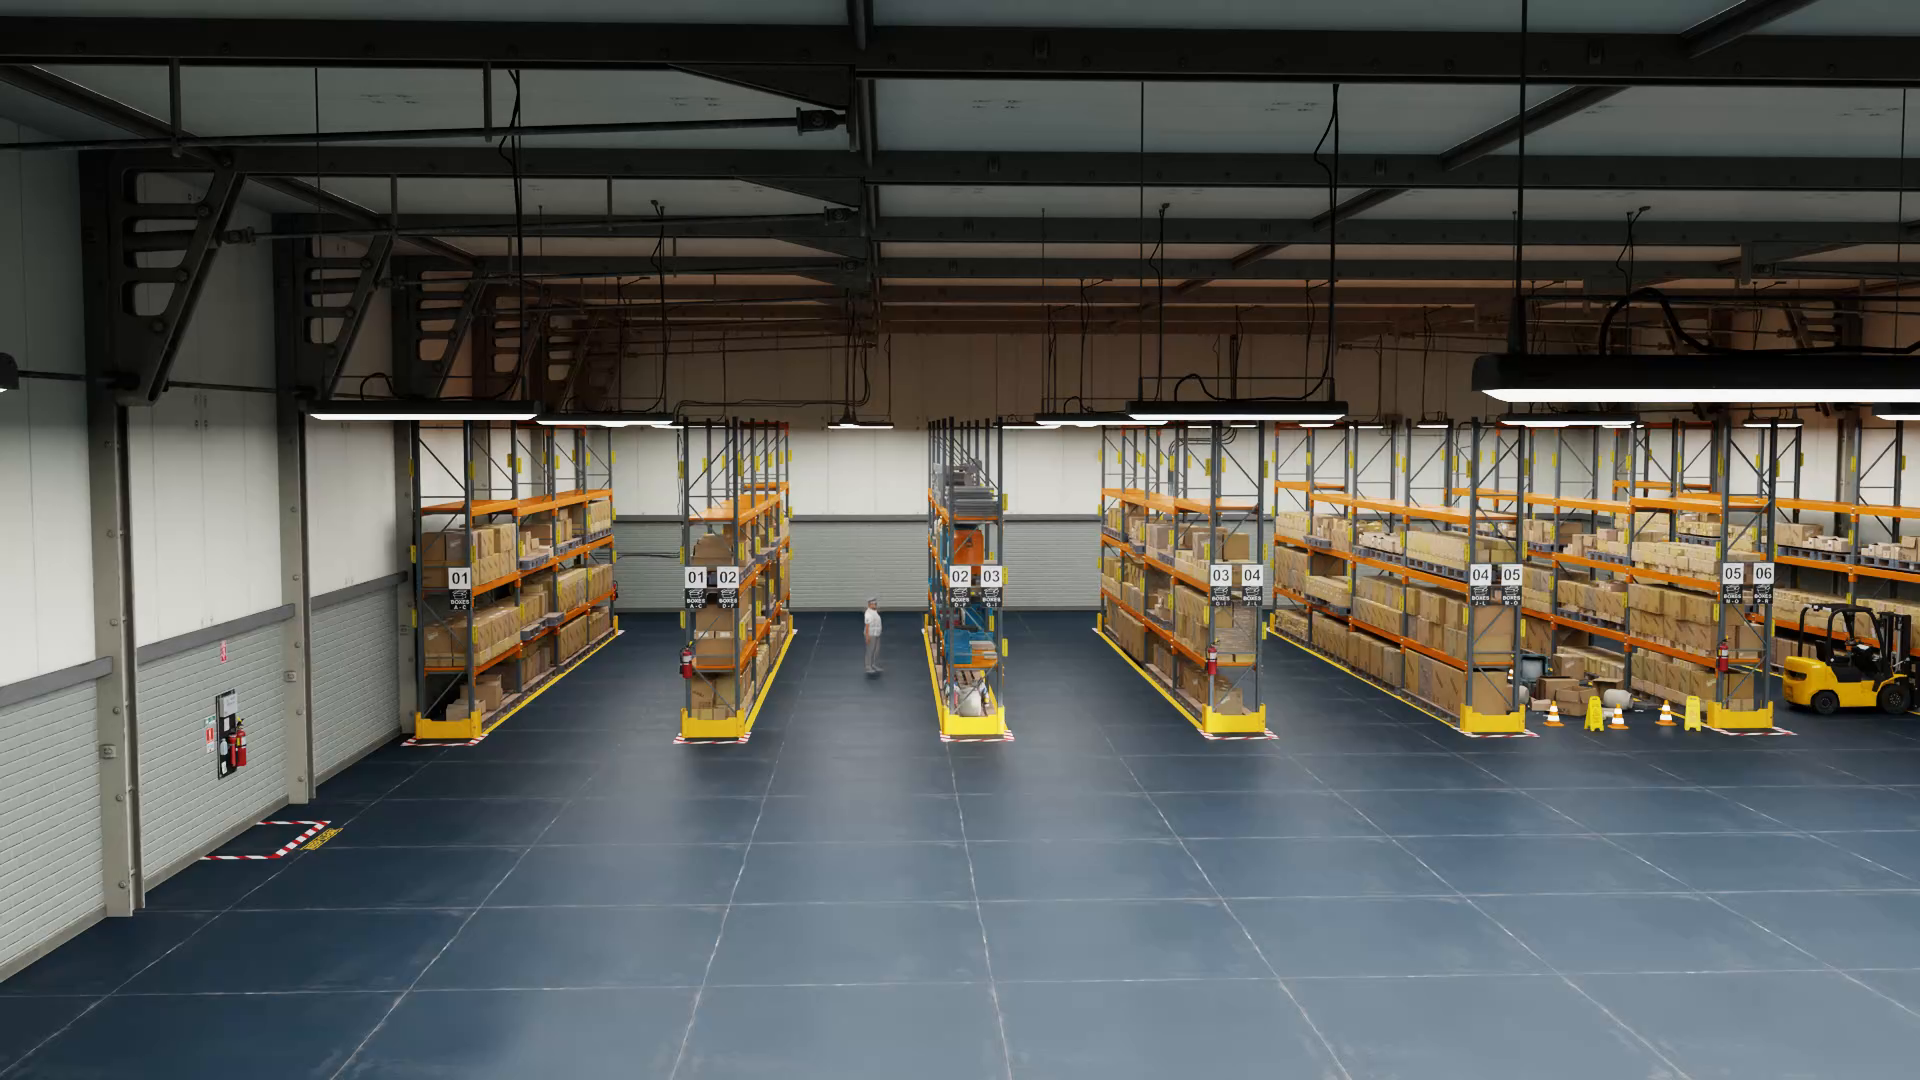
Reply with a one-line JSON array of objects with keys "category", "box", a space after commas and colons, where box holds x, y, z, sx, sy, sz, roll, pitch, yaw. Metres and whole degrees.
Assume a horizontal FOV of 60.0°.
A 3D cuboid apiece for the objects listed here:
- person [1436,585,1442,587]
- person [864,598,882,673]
[{"category": "person", "box": [15.110, 1.431, 51.908, 0.455, 1.799, 0.523, -2, 4, -28]}, {"category": "person", "box": [-2.073, 2.264, 39.483, 0.402, 1.765, 0.653, 1, 4, 16]}]
